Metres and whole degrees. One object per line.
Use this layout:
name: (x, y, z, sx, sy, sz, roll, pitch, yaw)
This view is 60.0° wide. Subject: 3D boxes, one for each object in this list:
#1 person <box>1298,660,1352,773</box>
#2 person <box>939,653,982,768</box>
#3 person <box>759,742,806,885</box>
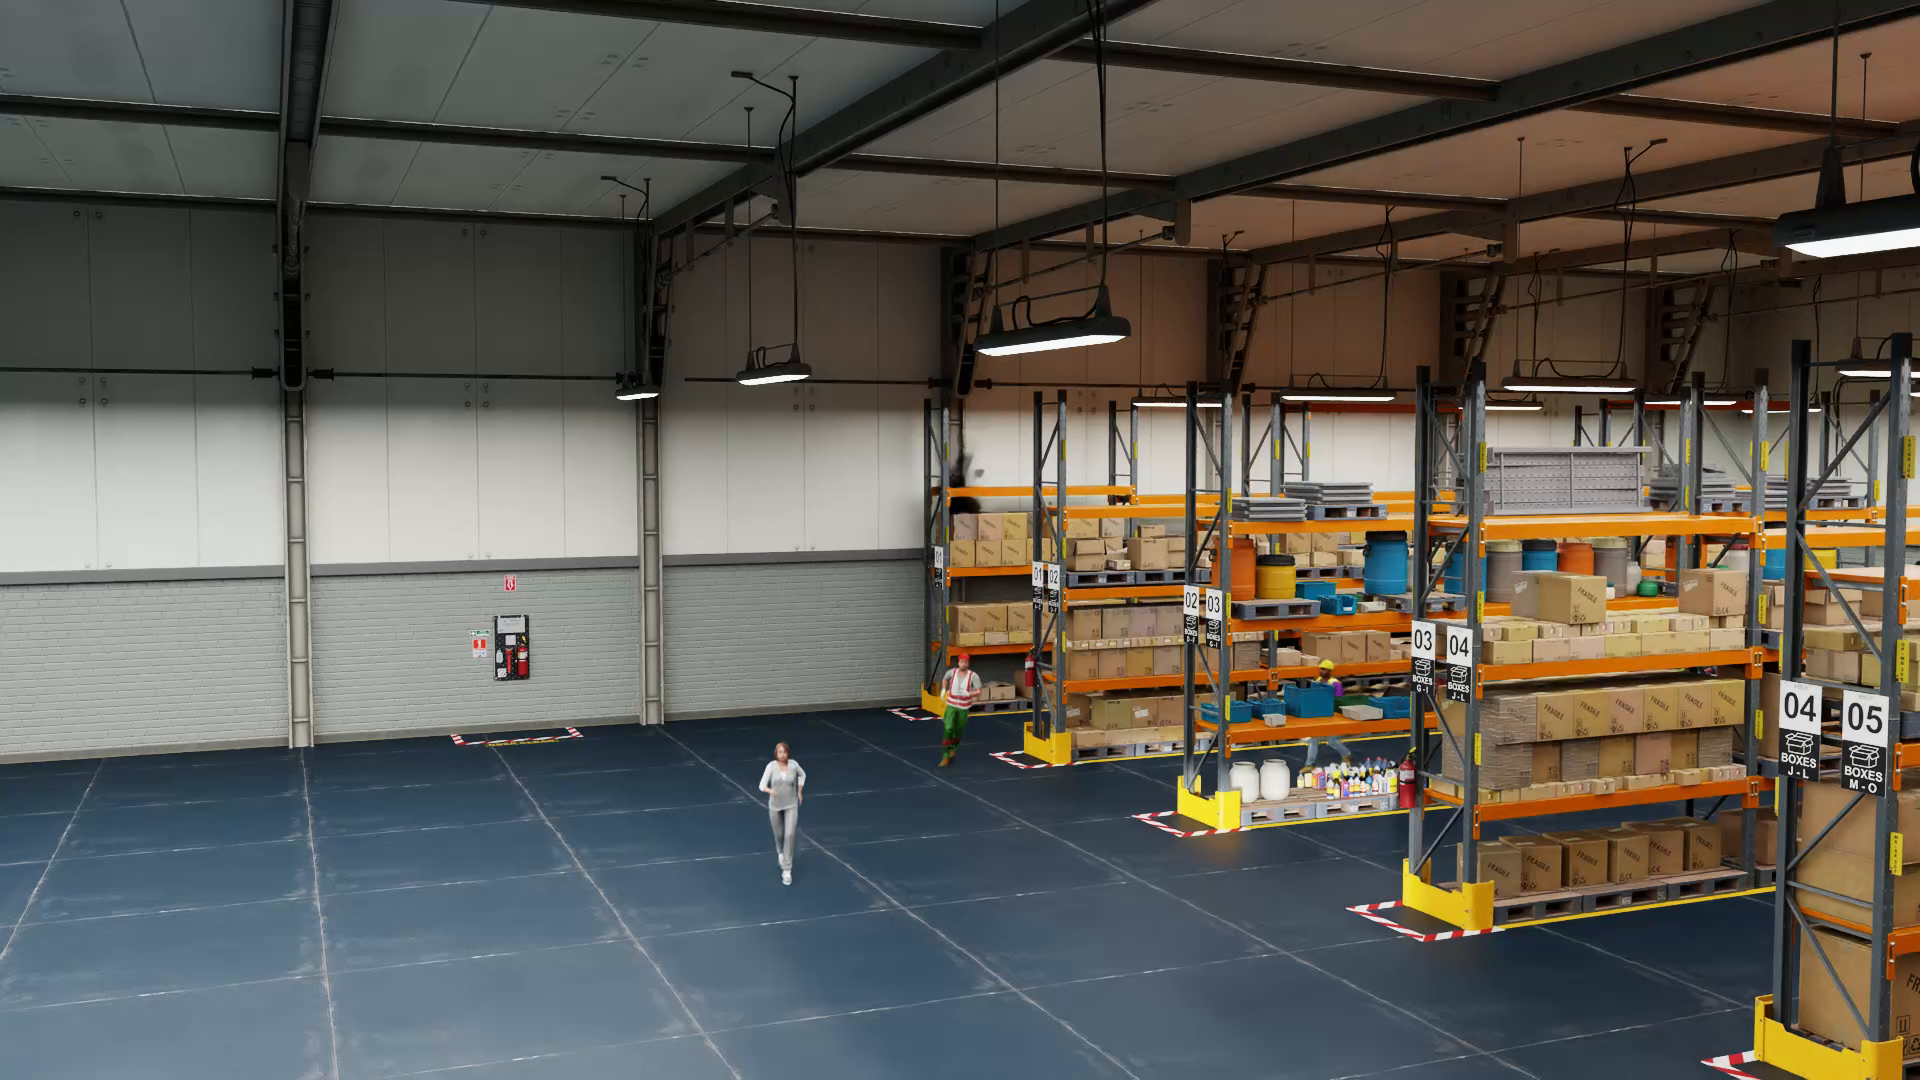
person: (5.681, 2.737, 25.890, 0.987, 1.745, 0.707, -2, 4, -33)
person: (0.022, 2.716, 26.763, 0.673, 1.827, 0.826, 0, 3, 4)
person: (-2.103, 3.183, 19.695, 0.539, 1.602, 0.873, 0, 3, -3)
